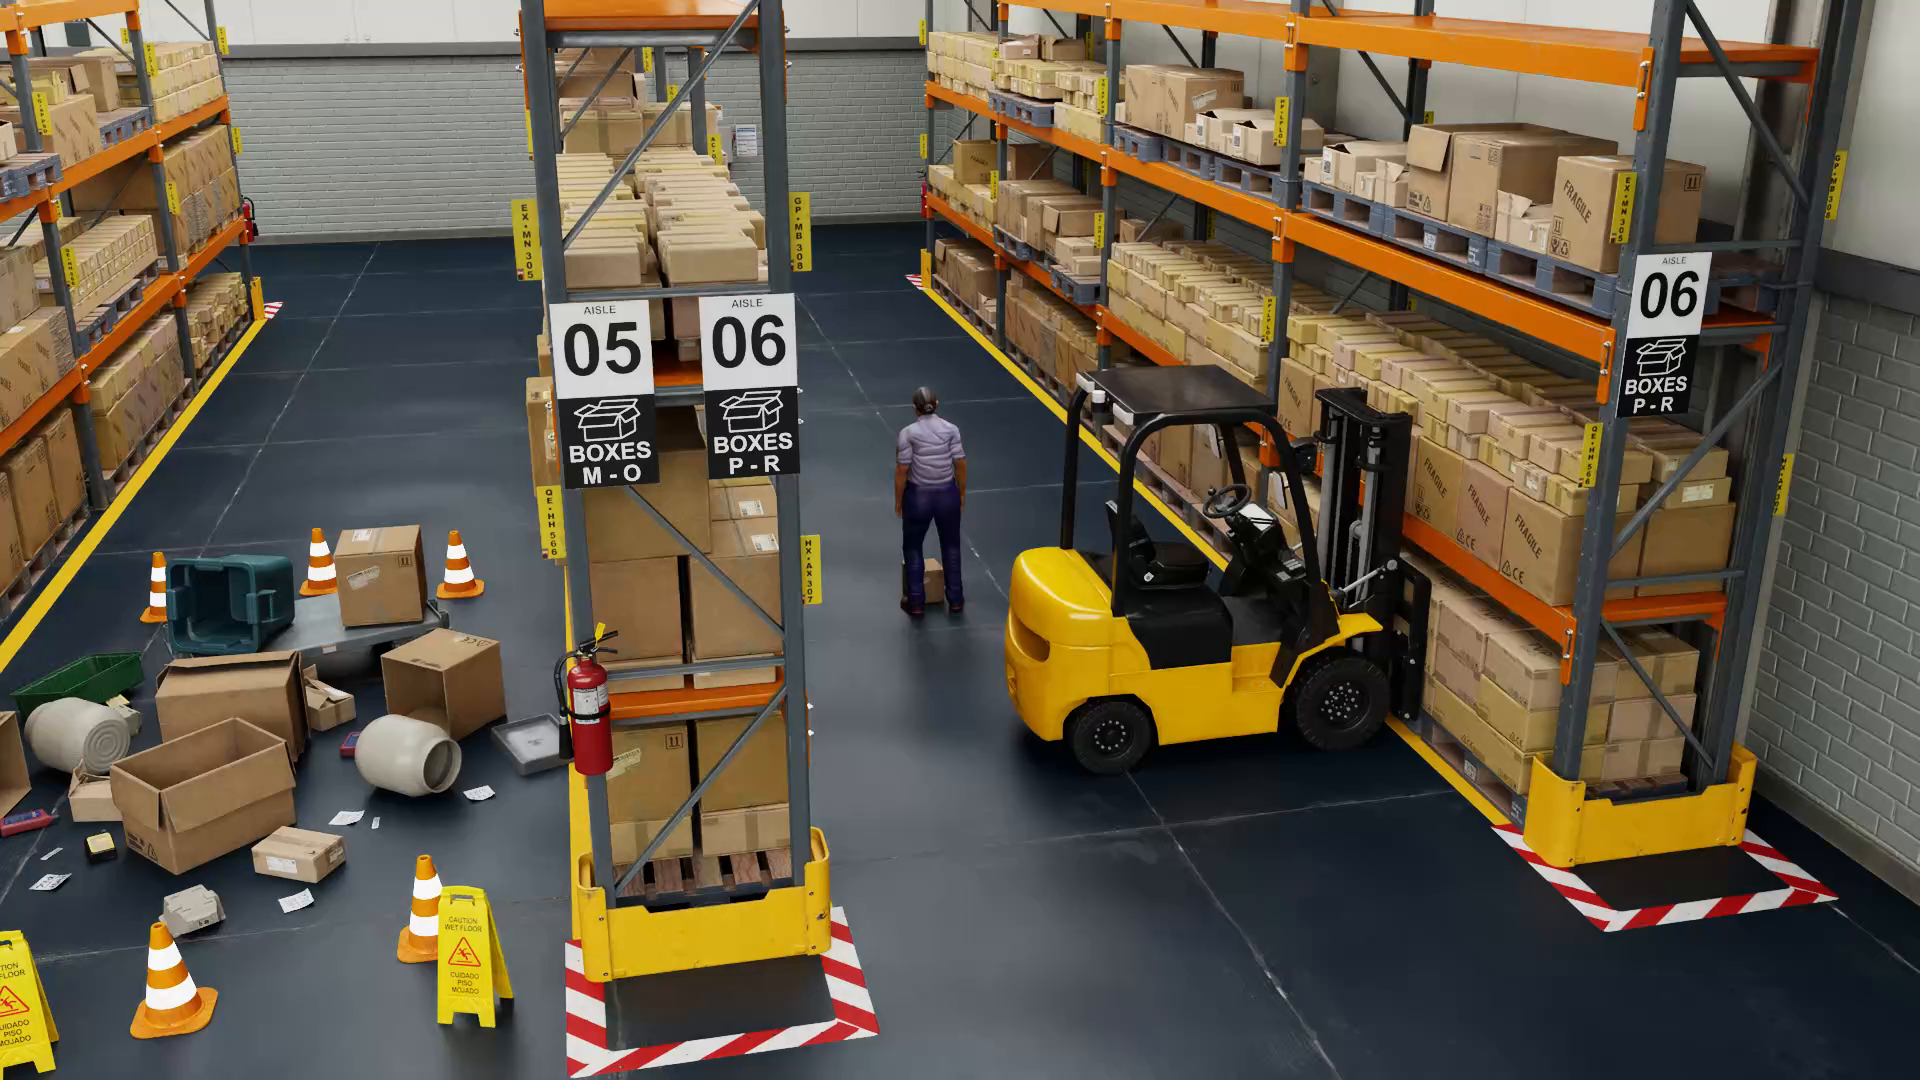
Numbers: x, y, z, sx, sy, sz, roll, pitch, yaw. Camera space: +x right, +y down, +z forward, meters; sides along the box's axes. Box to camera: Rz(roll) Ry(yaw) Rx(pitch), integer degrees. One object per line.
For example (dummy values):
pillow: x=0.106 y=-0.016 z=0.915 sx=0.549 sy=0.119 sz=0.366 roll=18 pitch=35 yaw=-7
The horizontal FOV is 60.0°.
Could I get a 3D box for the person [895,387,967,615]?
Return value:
person: x=-0.205 y=-0.274 z=11.847 sx=0.537 sy=1.651 sz=0.371 roll=-5 pitch=20 yaw=-13
